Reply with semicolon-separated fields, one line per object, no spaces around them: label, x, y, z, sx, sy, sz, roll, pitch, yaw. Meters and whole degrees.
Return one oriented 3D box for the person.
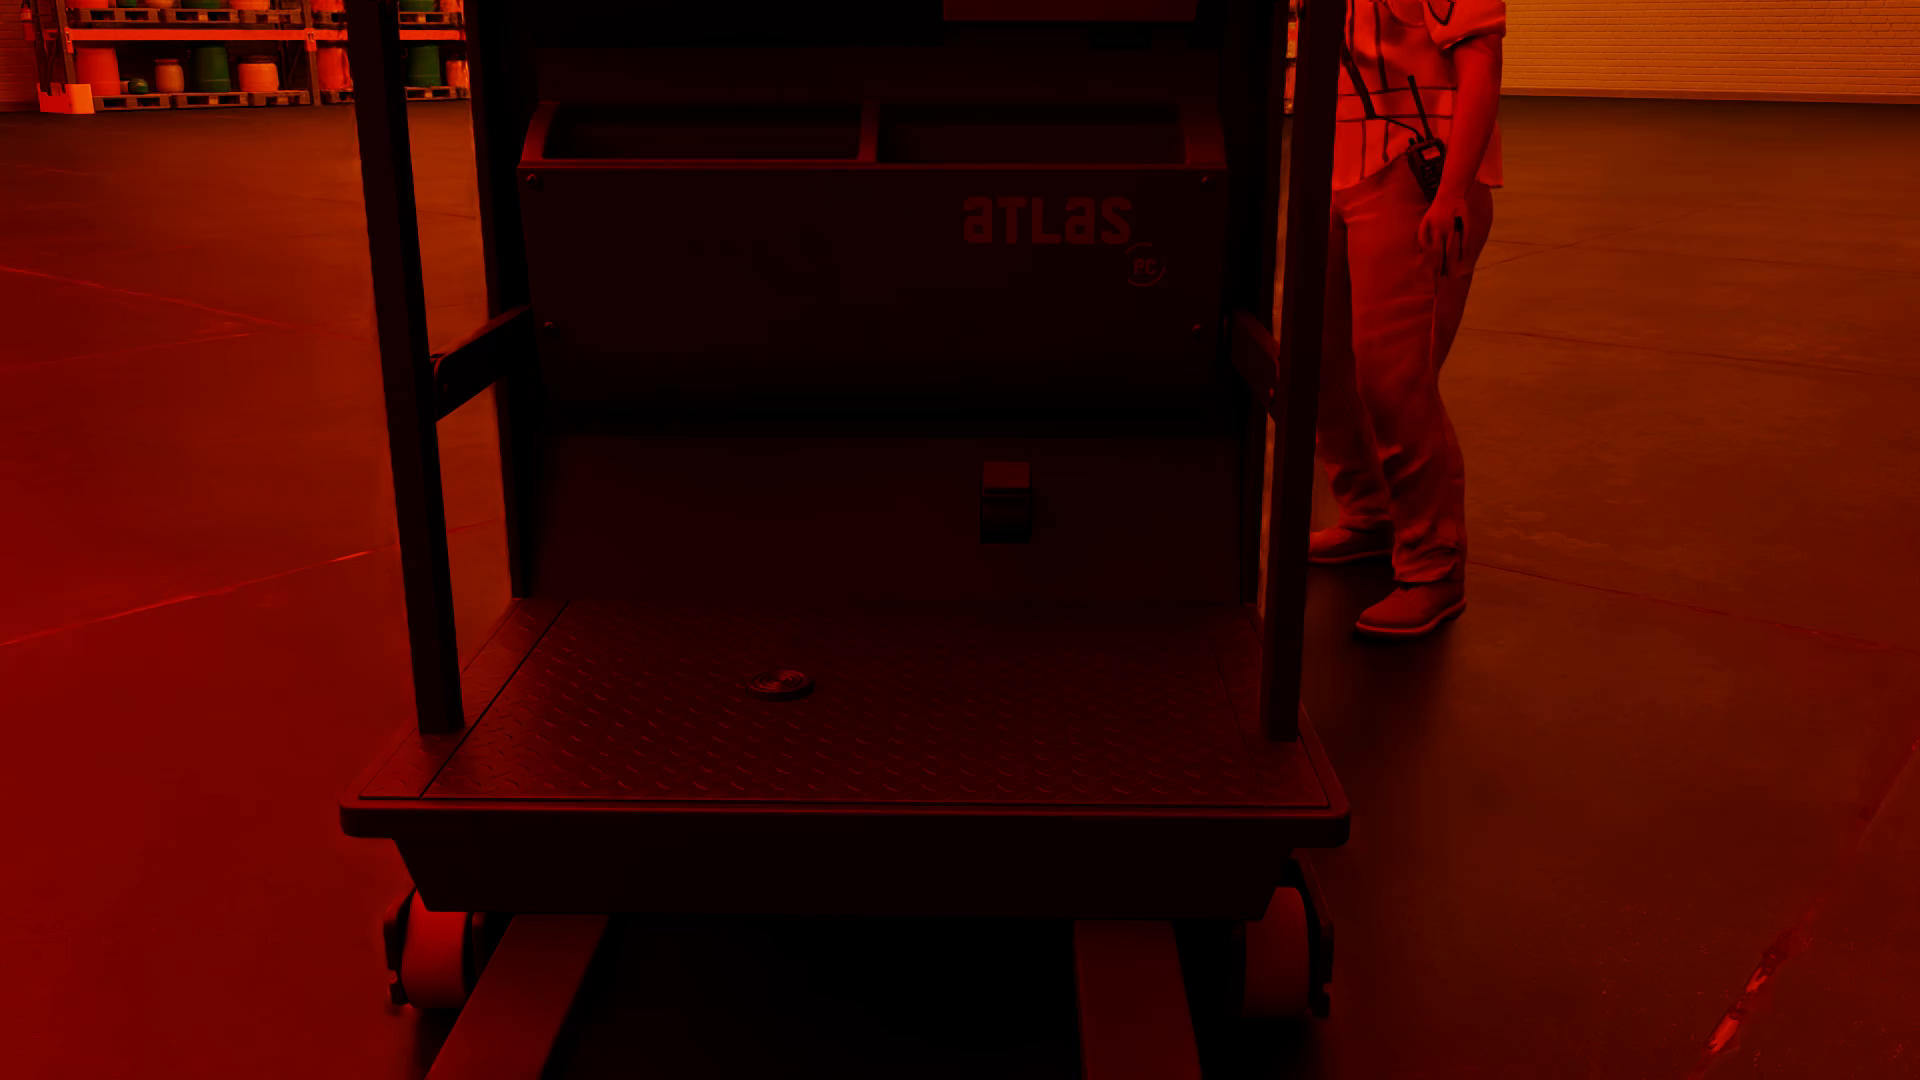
person;0.875;-0.695;3.425;0.459;1.640;0.778;-4;17;-13

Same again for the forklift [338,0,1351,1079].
forklift;-0.117;-0.910;1.896;1.130;2.935;3.031;0;17;1
